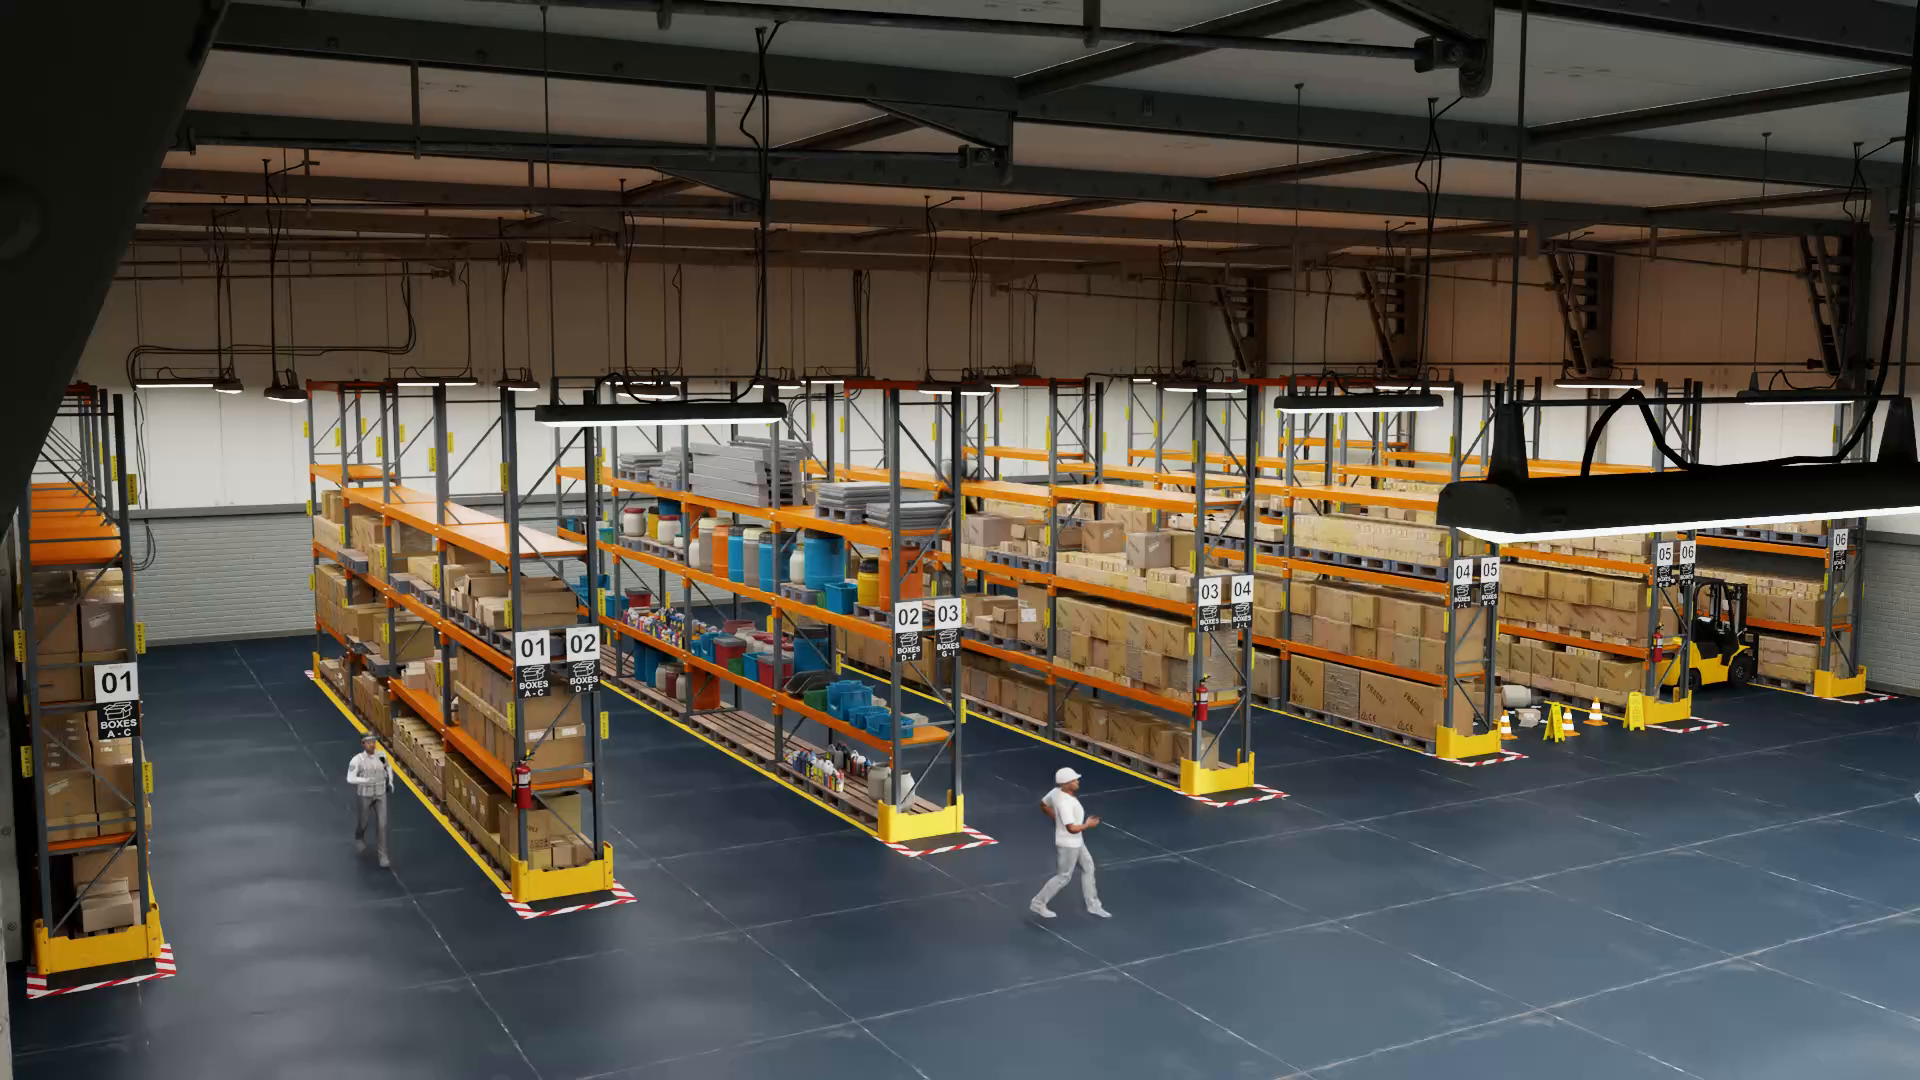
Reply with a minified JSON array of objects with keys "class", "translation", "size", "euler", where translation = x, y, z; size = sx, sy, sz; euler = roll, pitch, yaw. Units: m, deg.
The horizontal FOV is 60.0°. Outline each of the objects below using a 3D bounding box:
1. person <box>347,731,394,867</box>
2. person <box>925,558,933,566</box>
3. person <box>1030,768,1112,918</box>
[{"class":"person","translation":[-7.459,3.234,21.097],"size":[0.615,1.674,0.928],"euler":[-4,7,-33]},{"class":"person","translation":[-0.953,1.135,41.548],"size":[0.517,1.568,0.714],"euler":[-3,7,-24]},{"class":"person","translation":[1.267,3.453,18.884],"size":[0.944,1.779,0.706],"euler":[0,6,2]}]
